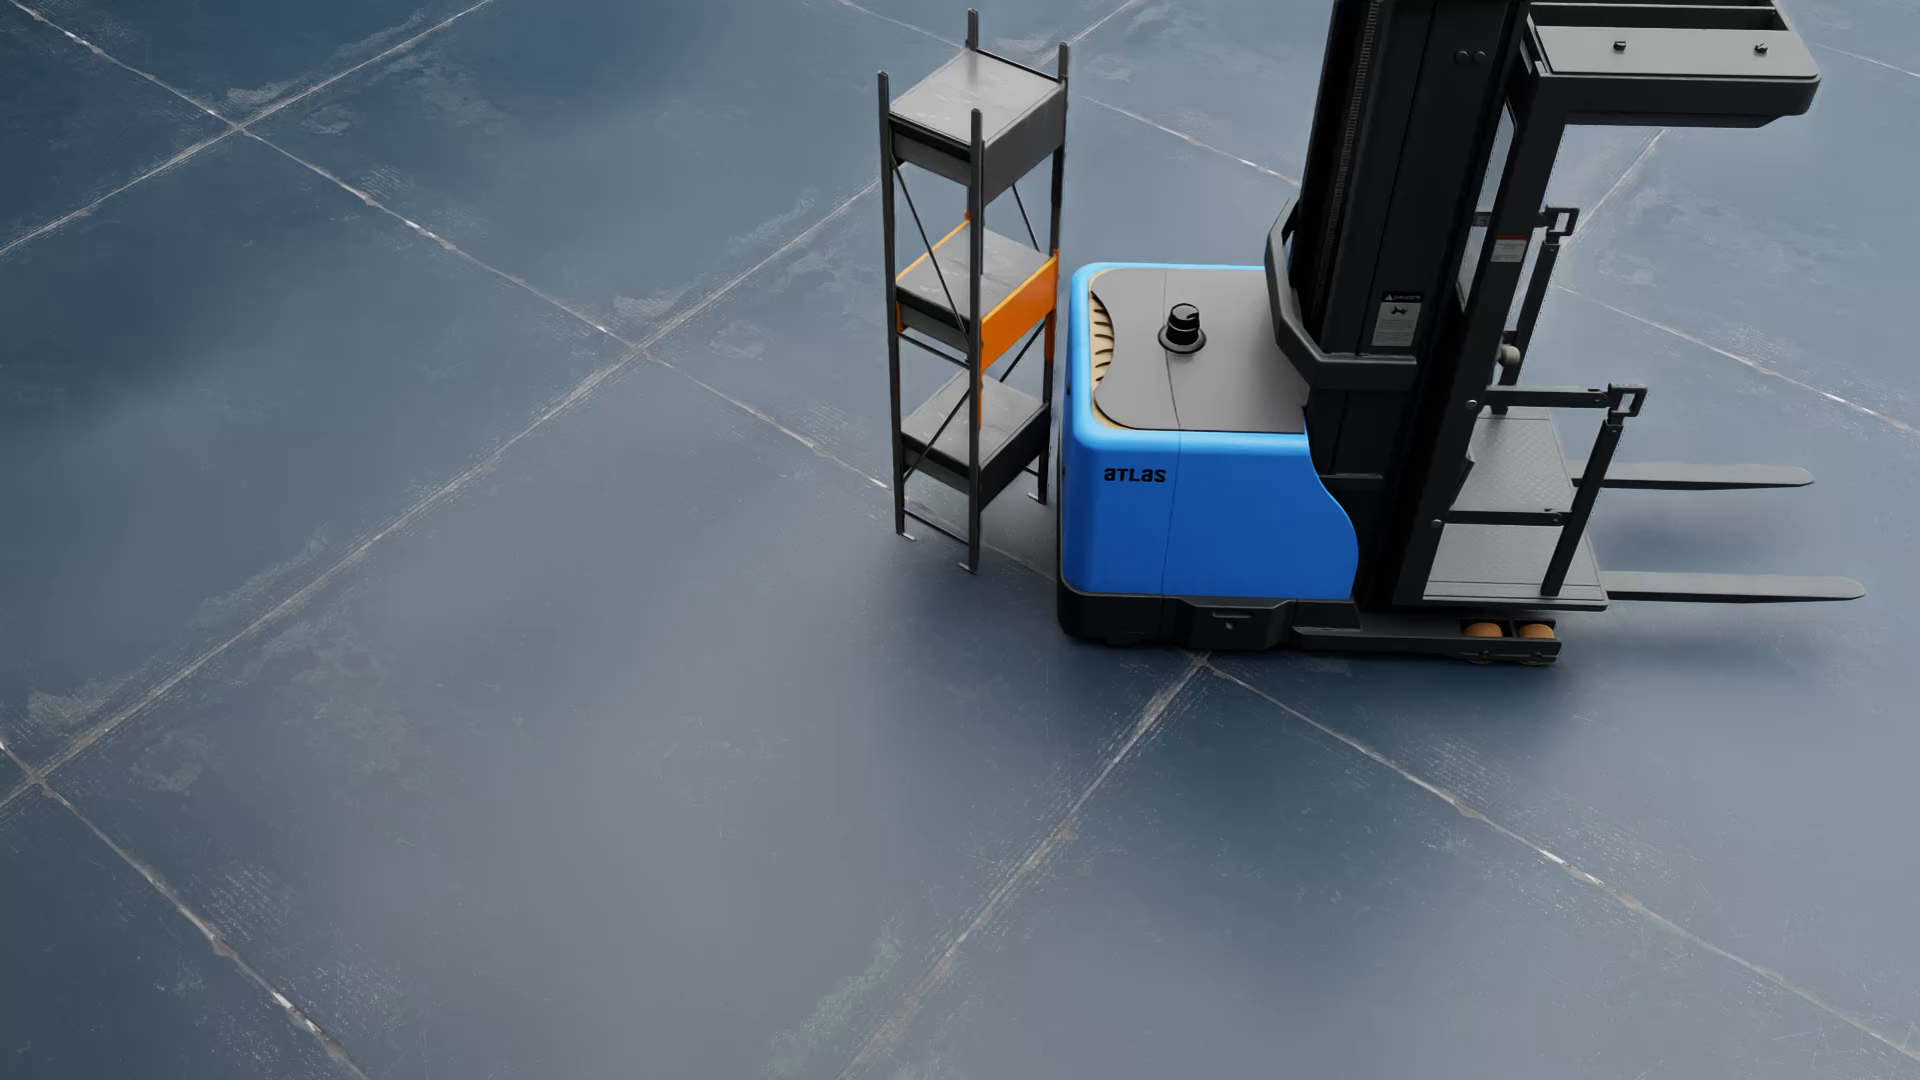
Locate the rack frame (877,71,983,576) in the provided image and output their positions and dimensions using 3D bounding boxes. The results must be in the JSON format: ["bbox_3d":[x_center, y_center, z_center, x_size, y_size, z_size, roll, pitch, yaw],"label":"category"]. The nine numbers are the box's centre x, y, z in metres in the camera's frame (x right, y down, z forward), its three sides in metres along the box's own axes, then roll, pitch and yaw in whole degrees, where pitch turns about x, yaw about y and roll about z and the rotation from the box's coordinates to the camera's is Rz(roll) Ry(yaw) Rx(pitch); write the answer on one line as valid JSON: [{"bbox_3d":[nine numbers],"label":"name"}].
[{"bbox_3d":[-0.096,-0.673,5.941,0.400,2.100,0.015,28,52,24],"label":"rack frame"}]

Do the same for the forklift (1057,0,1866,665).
[{"bbox_3d":[1.903,-0.934,5.615,3.031,2.935,1.130,2,46,1],"label":"forklift"}]

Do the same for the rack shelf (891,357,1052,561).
[{"bbox_3d":[0.048,-0.323,6.593,0.431,0.518,0.480,28,52,24],"label":"rack shelf"}]

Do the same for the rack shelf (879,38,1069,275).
[{"bbox_3d":[0.048,-1.290,5.581,0.431,0.518,0.480,28,52,24],"label":"rack shelf"}]

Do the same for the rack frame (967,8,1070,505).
[{"bbox_3d":[0.192,-0.958,6.213,0.400,2.100,0.015,28,52,24],"label":"rack frame"}]

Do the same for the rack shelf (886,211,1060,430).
[{"bbox_3d":[0.048,-0.806,6.087,0.431,0.518,0.480,28,52,24],"label":"rack shelf"}]

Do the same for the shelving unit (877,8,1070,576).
[{"bbox_3d":[0.048,-0.816,6.077,0.431,2.100,0.503,28,52,24],"label":"shelving unit"}]
